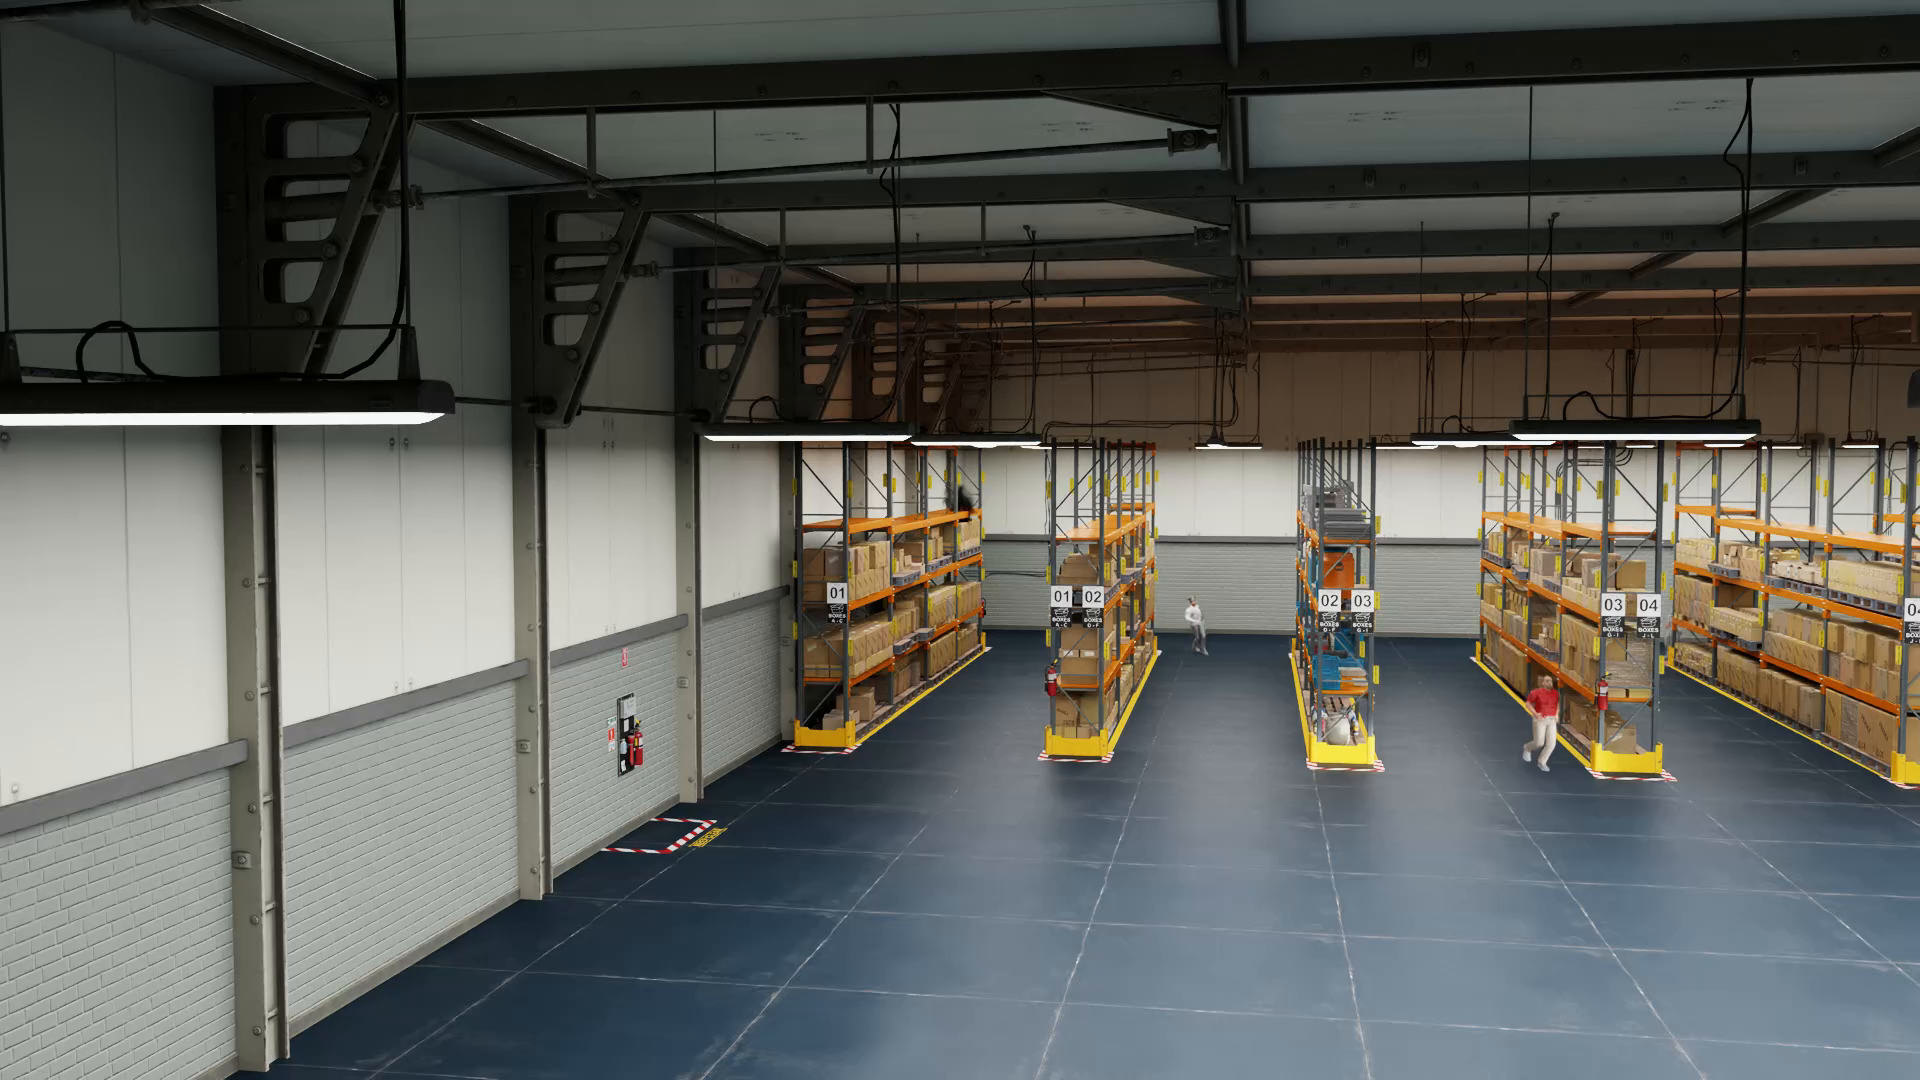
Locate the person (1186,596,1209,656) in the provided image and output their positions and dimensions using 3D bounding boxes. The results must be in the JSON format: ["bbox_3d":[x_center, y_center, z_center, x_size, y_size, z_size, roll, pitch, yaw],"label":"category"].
[{"bbox_3d":[6.662,2.415,47.013,0.651,1.663,0.733,-2,3,-30],"label":"person"}]

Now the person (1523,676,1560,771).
[{"bbox_3d":[10.581,3.296,30.154,0.685,1.701,0.667,0,3,-9],"label":"person"}]

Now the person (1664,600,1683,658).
[{"bbox_3d":[19.769,2.479,45.843,0.730,1.739,0.763,1,3,14],"label":"person"}]
